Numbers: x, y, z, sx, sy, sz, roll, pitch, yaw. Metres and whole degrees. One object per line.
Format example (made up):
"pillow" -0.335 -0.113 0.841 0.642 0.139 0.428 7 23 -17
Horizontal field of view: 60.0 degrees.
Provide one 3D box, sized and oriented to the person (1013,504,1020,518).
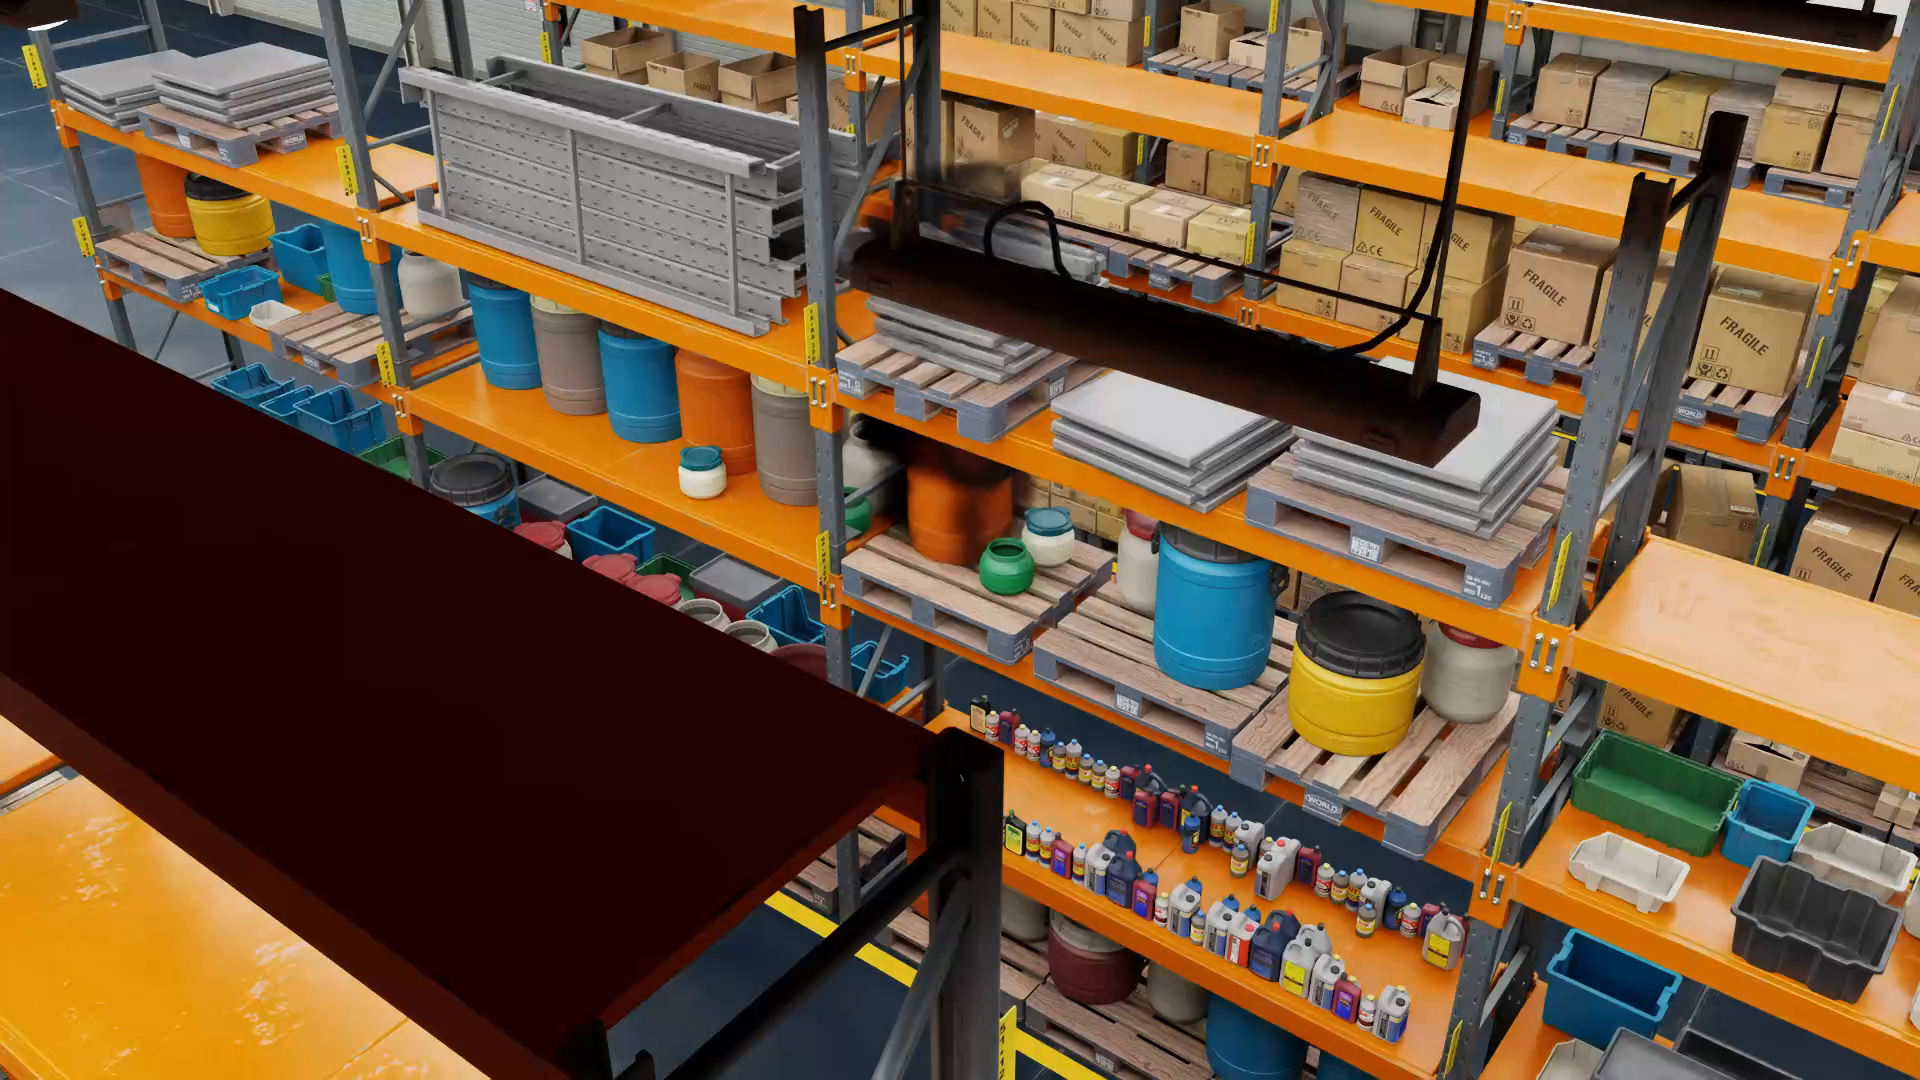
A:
"person" 0.399 0.298 13.211 0.759 1.675 0.654 10 33 16
